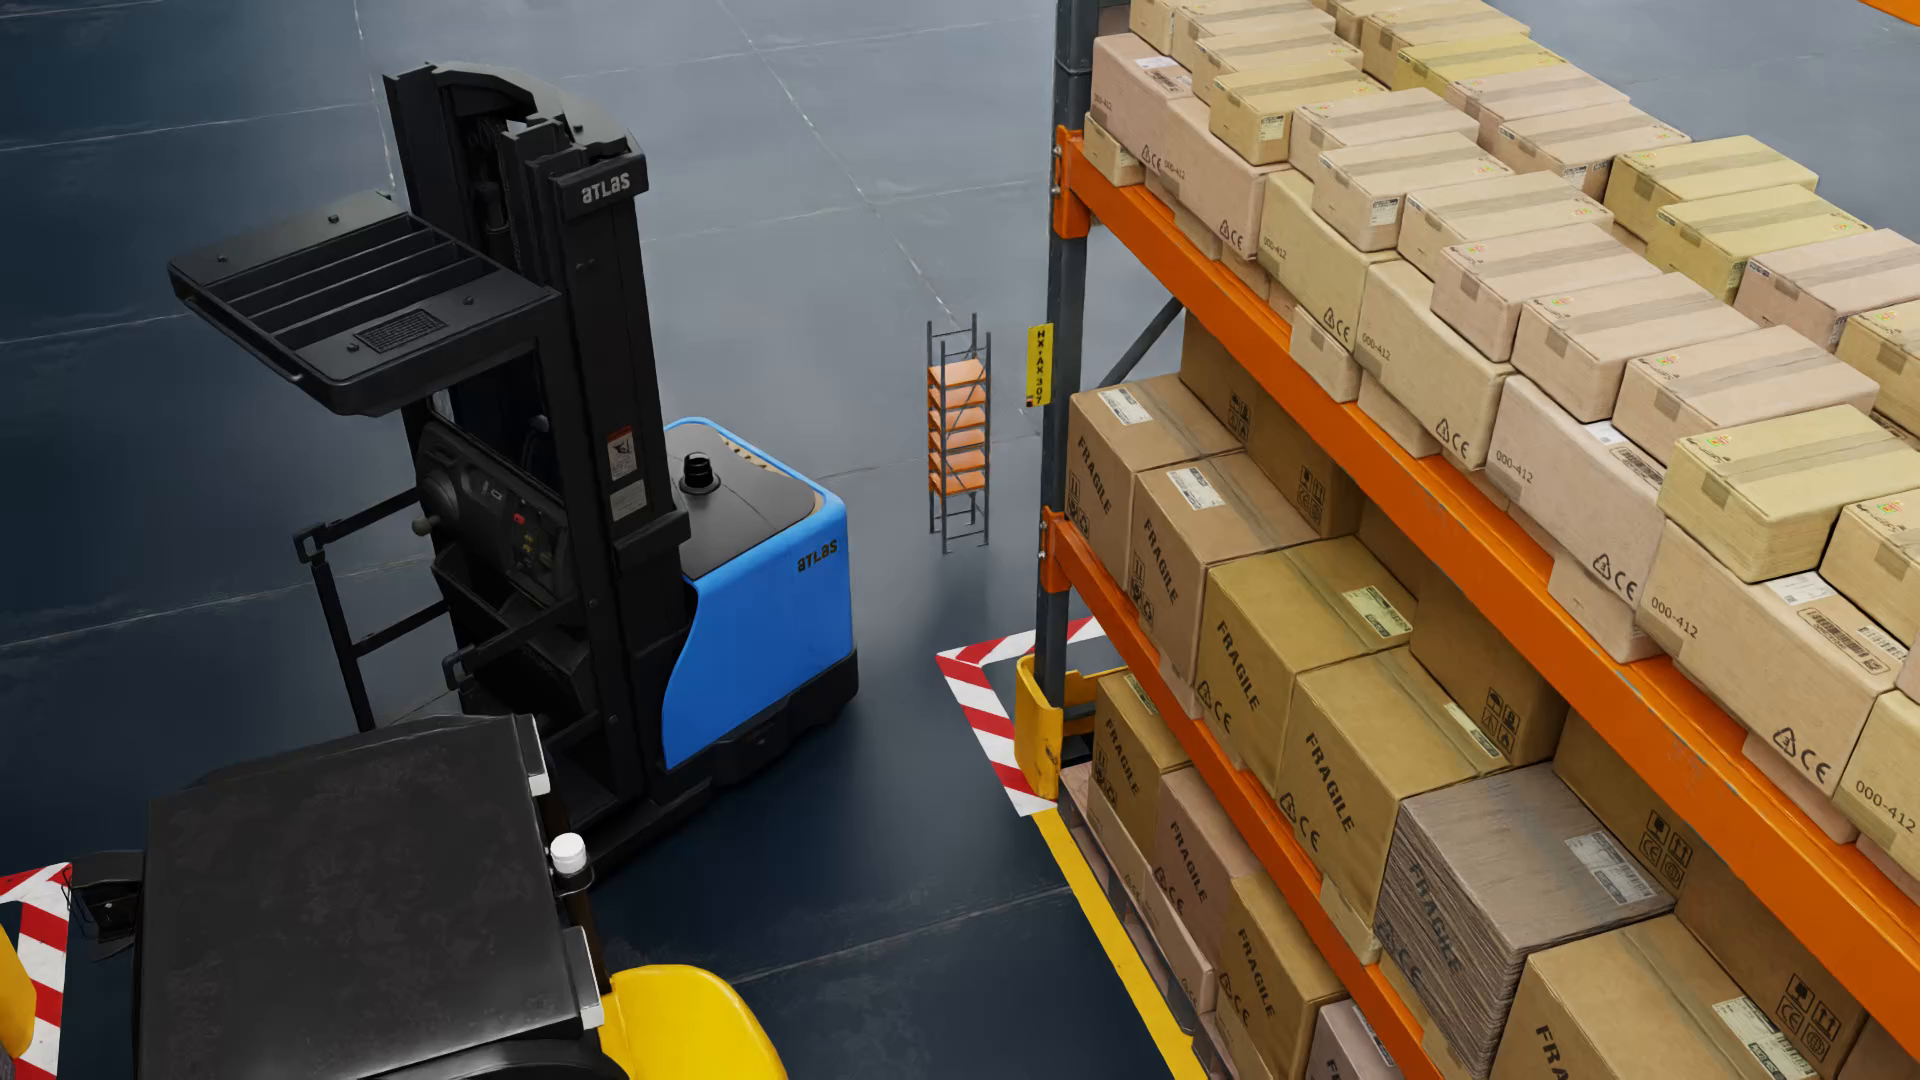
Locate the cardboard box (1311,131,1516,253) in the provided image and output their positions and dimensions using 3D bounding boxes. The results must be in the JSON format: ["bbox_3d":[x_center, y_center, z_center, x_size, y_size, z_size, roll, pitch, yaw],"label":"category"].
[{"bbox_3d":[1.058,-0.818,3.896,0.380,0.149,0.250,-11,38,-15],"label":"cardboard box"}]

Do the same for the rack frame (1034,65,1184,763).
[{"bbox_3d":[0.792,-0.380,6.261,1.000,3.000,0.127,-12,39,-16],"label":"rack frame"}]

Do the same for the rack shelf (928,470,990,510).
[{"bbox_3d":[-0.005,-0.260,8.071,0.258,0.103,0.180,-12,39,-16],"label":"rack shelf"}]

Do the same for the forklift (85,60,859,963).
[{"bbox_3d":[-1.829,-0.034,5.859,1.130,2.935,3.031,30,46,34],"label":"forklift"}]

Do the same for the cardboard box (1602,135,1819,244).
[{"bbox_3d":[1.745,-0.807,3.881,0.380,0.149,0.250,-11,38,-15],"label":"cardboard box"}]

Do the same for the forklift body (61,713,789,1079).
[{"bbox_3d":[-1.501,1.682,4.229,2.313,2.155,1.214,-12,39,-16],"label":"forklift body"}]

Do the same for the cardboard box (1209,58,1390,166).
[{"bbox_3d":[0.869,-1.103,4.274,0.380,0.149,0.250,-13,39,-16],"label":"cardboard box"}]

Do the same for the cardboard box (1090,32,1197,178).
[{"bbox_3d":[0.715,-1.298,4.864,0.500,0.250,0.500,-13,39,-17],"label":"cardboard box"}]

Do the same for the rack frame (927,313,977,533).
[{"bbox_3d":[-0.036,-0.539,7.968,0.240,1.200,0.006,-12,39,-16],"label":"rack frame"}]

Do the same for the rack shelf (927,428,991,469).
[{"bbox_3d":[-0.005,-0.452,7.927,0.258,0.103,0.180,-12,39,-16],"label":"rack shelf"}]

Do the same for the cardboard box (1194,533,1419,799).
[{"bbox_3d":[1.053,0.366,4.941,0.500,0.500,0.500,-13,39,-17],"label":"cardboard box"}]

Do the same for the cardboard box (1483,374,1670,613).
[{"bbox_3d":[1.427,-0.147,3.337,0.500,0.250,0.500,-13,39,-17],"label":"cardboard box"}]

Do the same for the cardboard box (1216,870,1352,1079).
[{"bbox_3d":[1.168,1.357,5.268,0.500,0.500,0.500,-12,39,-15],"label":"cardboard box"}]

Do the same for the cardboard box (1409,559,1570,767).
[{"bbox_3d":[1.654,0.170,4.370,0.700,0.500,0.500,-13,39,-16],"label":"cardboard box"}]

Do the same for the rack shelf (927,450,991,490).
[{"bbox_3d":[-0.005,-0.356,7.999,0.258,0.103,0.180,-12,39,-16],"label":"rack shelf"}]

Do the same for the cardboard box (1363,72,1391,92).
[{"bbox_3d":[1.381,-1.116,4.623,0.500,0.250,0.500,-13,39,-17],"label":"cardboard box"}]

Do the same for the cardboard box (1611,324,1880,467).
[{"bbox_3d":[1.482,-0.256,3.149,0.380,0.149,0.250,-13,39,-17],"label":"cardboard box"}]

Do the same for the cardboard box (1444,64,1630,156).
[{"bbox_3d":[1.460,-1.079,4.242,0.380,0.149,0.250,-12,39,-16],"label":"cardboard box"}]

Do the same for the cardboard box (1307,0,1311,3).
[{"bbox_3d":[1.186,-1.666,5.022,0.380,0.149,0.250,-12,39,-16],"label":"cardboard box"}]

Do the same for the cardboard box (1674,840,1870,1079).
[{"bbox_3d":[2.066,0.735,3.619,0.700,0.500,0.500,-12,39,-16],"label":"cardboard box"}]

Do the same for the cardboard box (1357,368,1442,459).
[{"bbox_3d":[1.179,-0.353,3.942,0.380,0.149,0.250,-13,39,-17],"label":"cardboard box"}]

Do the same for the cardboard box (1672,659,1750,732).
[{"bbox_3d":[1.616,0.213,3.189,0.380,0.149,0.250,-14,39,-17],"label":"cardboard box"}]

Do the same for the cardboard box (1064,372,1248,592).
[{"bbox_3d":[0.695,-0.214,5.710,0.500,0.500,0.500,-13,39,-17],"label":"cardboard box"}]

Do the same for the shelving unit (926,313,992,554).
[{"bbox_3d":[-0.005,-0.487,7.900,0.258,1.200,0.189,-12,39,-16],"label":"shelving unit"}]

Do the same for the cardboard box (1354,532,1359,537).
[{"bbox_3d":[1.406,-0.005,5.433,0.500,0.500,0.500,-12,39,-16],"label":"cardboard box"}]

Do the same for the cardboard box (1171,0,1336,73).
[{"bbox_3d":[0.825,-1.414,4.687,0.380,0.149,0.250,-13,39,-16],"label":"cardboard box"}]

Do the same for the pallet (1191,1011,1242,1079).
[{"bbox_3d":[1.481,1.931,5.511,1.003,0.211,1.213,-12,39,-16],"label":"pallet"}]

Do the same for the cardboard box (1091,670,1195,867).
[{"bbox_3d":[0.819,0.777,6.038,0.500,0.500,0.500,-14,39,-17],"label":"cardboard box"}]

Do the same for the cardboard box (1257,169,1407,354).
[{"bbox_3d":[1.080,-0.724,4.103,0.500,0.250,0.500,-11,38,-15],"label":"cardboard box"}]

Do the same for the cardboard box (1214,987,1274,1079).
[{"bbox_3d":[1.178,1.659,5.490,0.500,0.250,0.500,-10,38,-13],"label":"cardboard box"}]

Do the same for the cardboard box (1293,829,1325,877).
[{"bbox_3d":[1.205,0.846,4.843,0.380,0.149,0.250,-13,39,-17],"label":"cardboard box"}]

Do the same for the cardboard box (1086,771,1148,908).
[{"bbox_3d":[0.810,1.064,6.281,0.500,0.250,0.500,-13,39,-16],"label":"cardboard box"}]

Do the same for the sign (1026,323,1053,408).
[{"bbox_3d":[0.283,-0.613,5.851,0.100,0.325,0.005,-12,39,-16],"label":"sign"}]

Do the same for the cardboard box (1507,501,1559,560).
[{"bbox_3d":[1.423,-0.081,3.581,0.380,0.149,0.250,-12,39,-15],"label":"cardboard box"}]

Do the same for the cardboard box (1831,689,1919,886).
[{"bbox_3d":[1.763,0.428,2.573,0.500,0.250,0.500,-13,39,-16],"label":"cardboard box"}]

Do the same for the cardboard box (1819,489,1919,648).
[{"bbox_3d":[1.688,0.033,2.766,0.380,0.149,0.250,-12,38,-15],"label":"cardboard box"}]

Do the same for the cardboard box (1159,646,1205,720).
[{"bbox_3d":[0.874,0.414,5.415,0.380,0.149,0.250,-12,39,-15],"label":"cardboard box"}]

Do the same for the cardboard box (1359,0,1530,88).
[{"bbox_3d":[1.344,-1.372,4.632,0.380,0.149,0.250,-13,39,-16],"label":"cardboard box"}]

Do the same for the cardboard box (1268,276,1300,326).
[{"bbox_3d":[1.038,-0.653,4.339,0.380,0.149,0.250,-14,39,-17],"label":"cardboard box"}]

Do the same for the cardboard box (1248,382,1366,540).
[{"bbox_3d":[1.340,-0.407,5.136,0.700,0.500,0.500,-12,39,-16],"label":"cardboard box"}]

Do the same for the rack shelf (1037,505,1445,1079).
[{"bbox_3d":[1.481,1.037,4.978,1.077,0.370,4.000,-12,39,-16],"label":"rack shelf"}]

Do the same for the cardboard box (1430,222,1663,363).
[{"bbox_3d":[1.232,-0.526,3.509,0.380,0.149,0.250,-12,39,-15],"label":"cardboard box"}]

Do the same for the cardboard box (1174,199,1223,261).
[{"bbox_3d":[0.835,-0.936,4.716,0.380,0.149,0.250,-11,38,-15],"label":"cardboard box"}]

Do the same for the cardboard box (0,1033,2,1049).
[{"bbox_3d":[-3.409,1.781,5.329,0.500,0.250,0.500,-12,39,-16],"label":"cardboard box"}]

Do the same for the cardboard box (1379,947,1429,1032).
[{"bbox_3d":[1.359,1.138,4.455,0.380,0.149,0.250,-13,39,-17],"label":"cardboard box"}]

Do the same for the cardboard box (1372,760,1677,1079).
[{"bbox_3d":[1.416,0.940,4.179,0.500,0.500,0.500,-11,38,-15],"label":"cardboard box"}]

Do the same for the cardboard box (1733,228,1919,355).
[{"bbox_3d":[1.867,-0.506,3.482,0.380,0.149,0.250,-13,39,-17],"label":"cardboard box"}]

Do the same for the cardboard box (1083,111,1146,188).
[{"bbox_3d":[0.602,-1.223,5.096,0.380,0.149,0.250,-12,39,-16],"label":"cardboard box"}]

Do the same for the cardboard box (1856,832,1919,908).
[{"bbox_3d":[1.770,0.506,2.801,0.380,0.149,0.250,-12,39,-15],"label":"cardboard box"}]

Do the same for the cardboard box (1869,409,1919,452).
[{"bbox_3d":[1.928,-0.258,3.483,0.500,0.250,0.500,-12,39,-16],"label":"cardboard box"}]

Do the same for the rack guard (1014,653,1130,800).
[{"bbox_3d":[0.818,0.662,6.956,1.175,0.500,0.348,-12,39,-16],"label":"rack guard"}]
